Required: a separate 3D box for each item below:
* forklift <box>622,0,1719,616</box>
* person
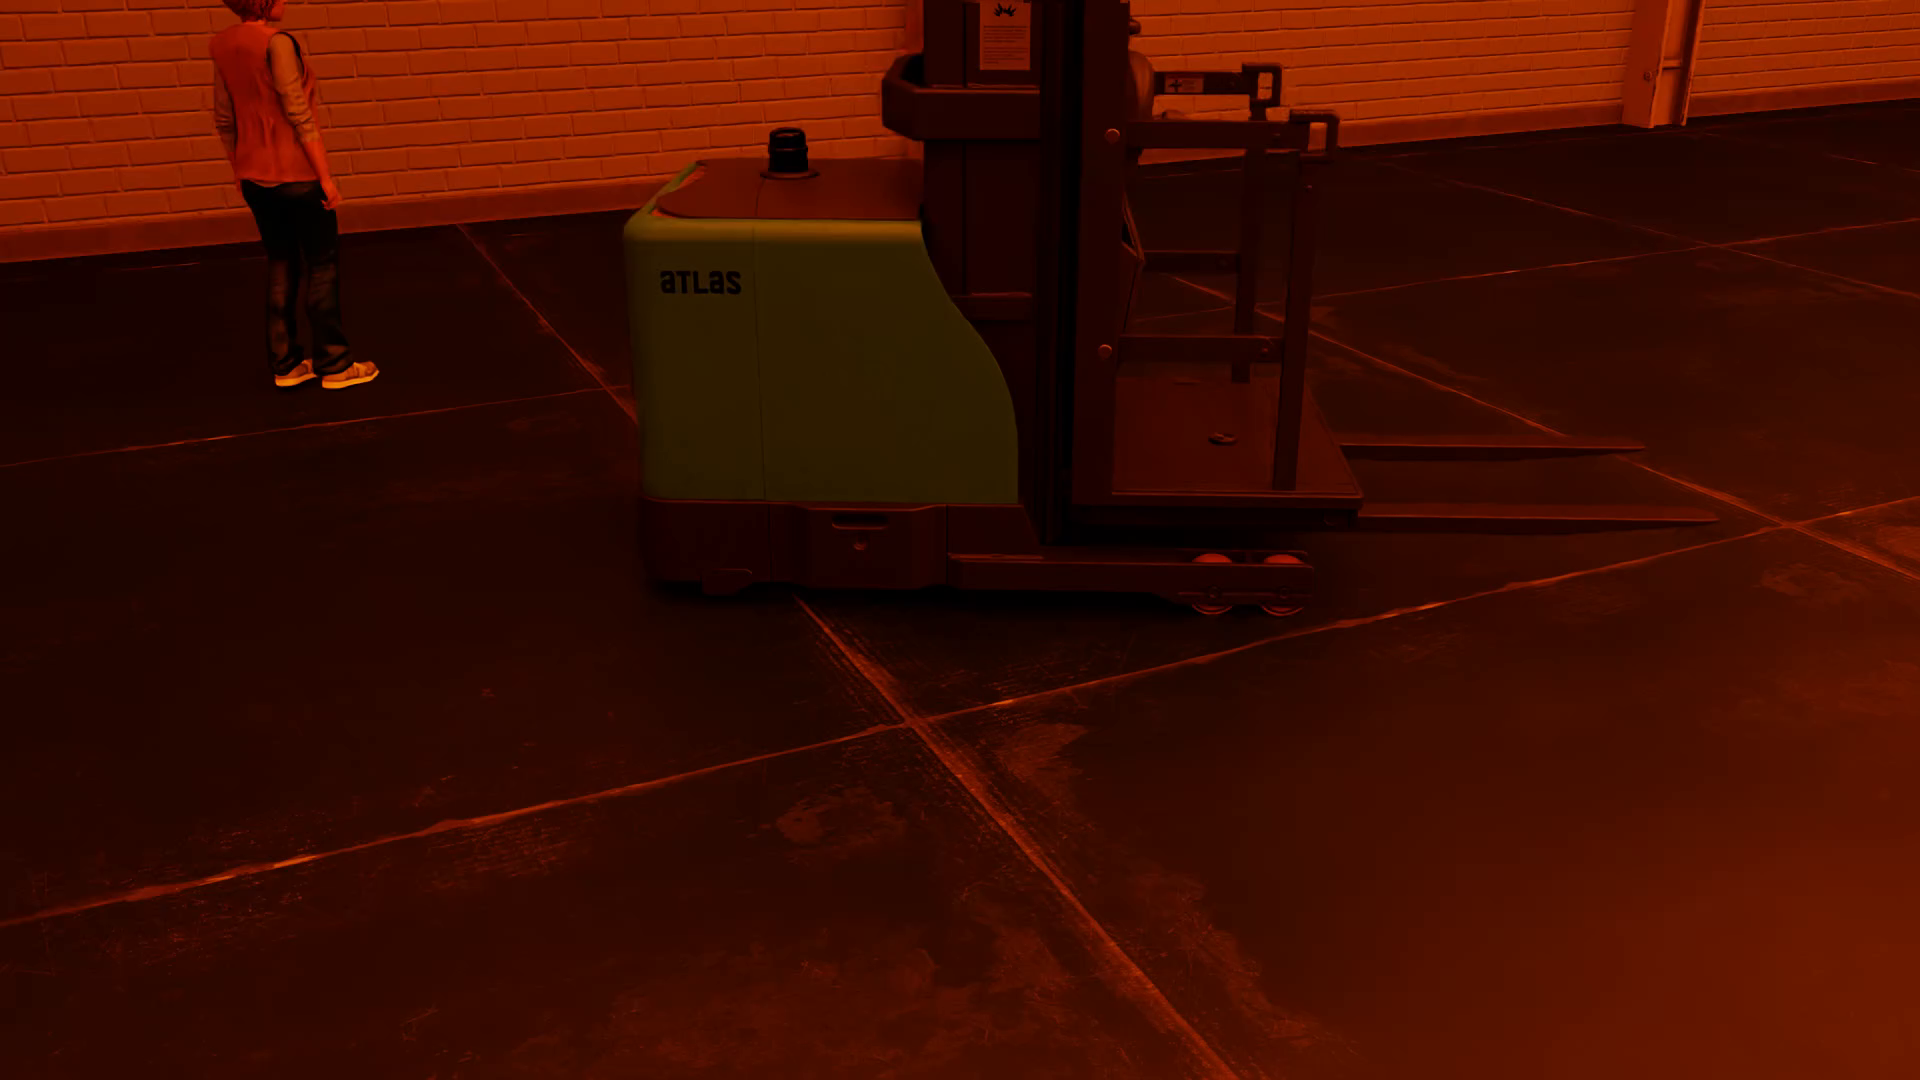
[{"bbox_3d":[0.629,-1.352,4.541,3.031,2.935,1.130,1,23,2],"label":"forklift"},{"bbox_3d":[-2.541,-1.364,6.309,0.485,1.601,0.345,9,24,21],"label":"person"}]
